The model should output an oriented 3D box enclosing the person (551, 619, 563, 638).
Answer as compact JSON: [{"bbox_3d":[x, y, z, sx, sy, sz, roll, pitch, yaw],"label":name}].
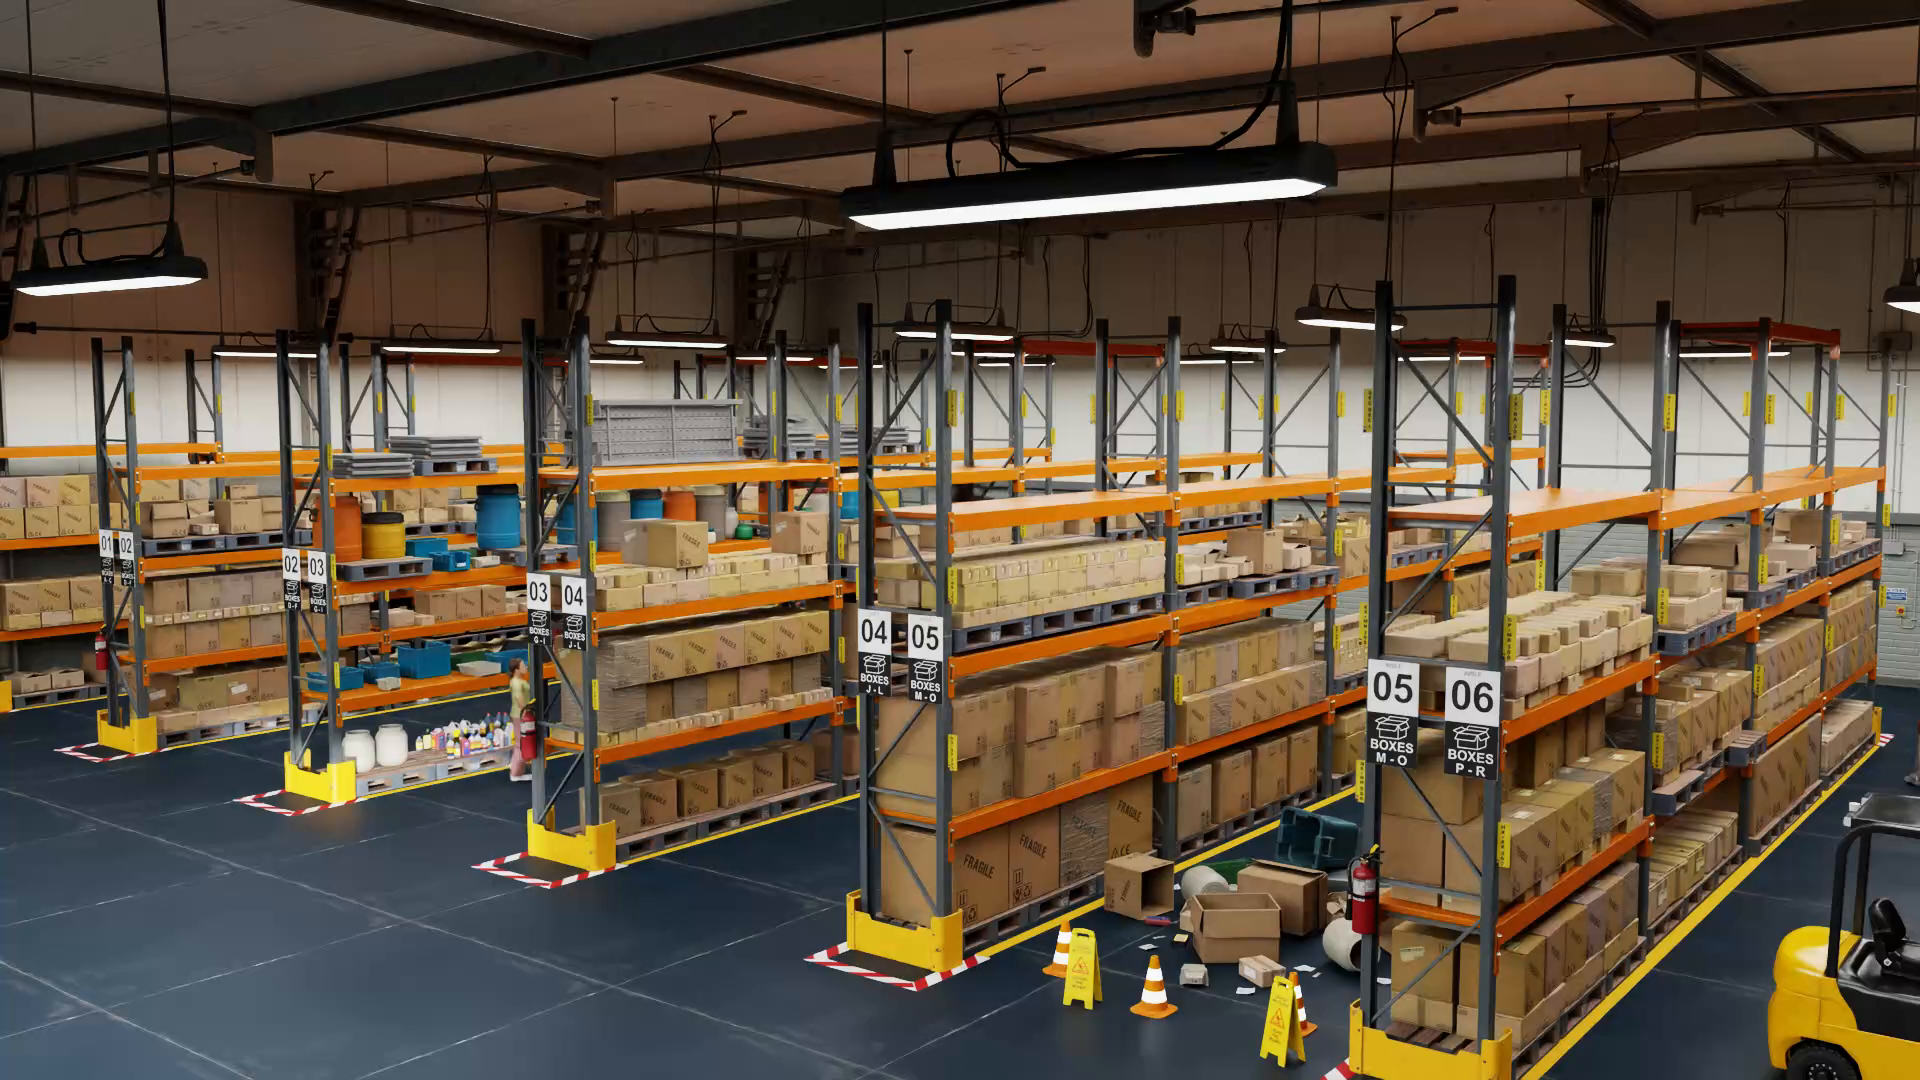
[{"bbox_3d":[-7.938,1.513,32.527,0.542,1.719,0.361,-1,5,-10],"label":"person"}]

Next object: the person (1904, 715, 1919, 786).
[{"bbox_3d":[12.892,2.369,22.054,0.635,1.775,0.471,-2,6,-25],"label":"person"}]

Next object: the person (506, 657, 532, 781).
[{"bbox_3d":[-5.815,2.401,22.216,0.458,1.661,0.465,-2,5,-23],"label":"person"}]
